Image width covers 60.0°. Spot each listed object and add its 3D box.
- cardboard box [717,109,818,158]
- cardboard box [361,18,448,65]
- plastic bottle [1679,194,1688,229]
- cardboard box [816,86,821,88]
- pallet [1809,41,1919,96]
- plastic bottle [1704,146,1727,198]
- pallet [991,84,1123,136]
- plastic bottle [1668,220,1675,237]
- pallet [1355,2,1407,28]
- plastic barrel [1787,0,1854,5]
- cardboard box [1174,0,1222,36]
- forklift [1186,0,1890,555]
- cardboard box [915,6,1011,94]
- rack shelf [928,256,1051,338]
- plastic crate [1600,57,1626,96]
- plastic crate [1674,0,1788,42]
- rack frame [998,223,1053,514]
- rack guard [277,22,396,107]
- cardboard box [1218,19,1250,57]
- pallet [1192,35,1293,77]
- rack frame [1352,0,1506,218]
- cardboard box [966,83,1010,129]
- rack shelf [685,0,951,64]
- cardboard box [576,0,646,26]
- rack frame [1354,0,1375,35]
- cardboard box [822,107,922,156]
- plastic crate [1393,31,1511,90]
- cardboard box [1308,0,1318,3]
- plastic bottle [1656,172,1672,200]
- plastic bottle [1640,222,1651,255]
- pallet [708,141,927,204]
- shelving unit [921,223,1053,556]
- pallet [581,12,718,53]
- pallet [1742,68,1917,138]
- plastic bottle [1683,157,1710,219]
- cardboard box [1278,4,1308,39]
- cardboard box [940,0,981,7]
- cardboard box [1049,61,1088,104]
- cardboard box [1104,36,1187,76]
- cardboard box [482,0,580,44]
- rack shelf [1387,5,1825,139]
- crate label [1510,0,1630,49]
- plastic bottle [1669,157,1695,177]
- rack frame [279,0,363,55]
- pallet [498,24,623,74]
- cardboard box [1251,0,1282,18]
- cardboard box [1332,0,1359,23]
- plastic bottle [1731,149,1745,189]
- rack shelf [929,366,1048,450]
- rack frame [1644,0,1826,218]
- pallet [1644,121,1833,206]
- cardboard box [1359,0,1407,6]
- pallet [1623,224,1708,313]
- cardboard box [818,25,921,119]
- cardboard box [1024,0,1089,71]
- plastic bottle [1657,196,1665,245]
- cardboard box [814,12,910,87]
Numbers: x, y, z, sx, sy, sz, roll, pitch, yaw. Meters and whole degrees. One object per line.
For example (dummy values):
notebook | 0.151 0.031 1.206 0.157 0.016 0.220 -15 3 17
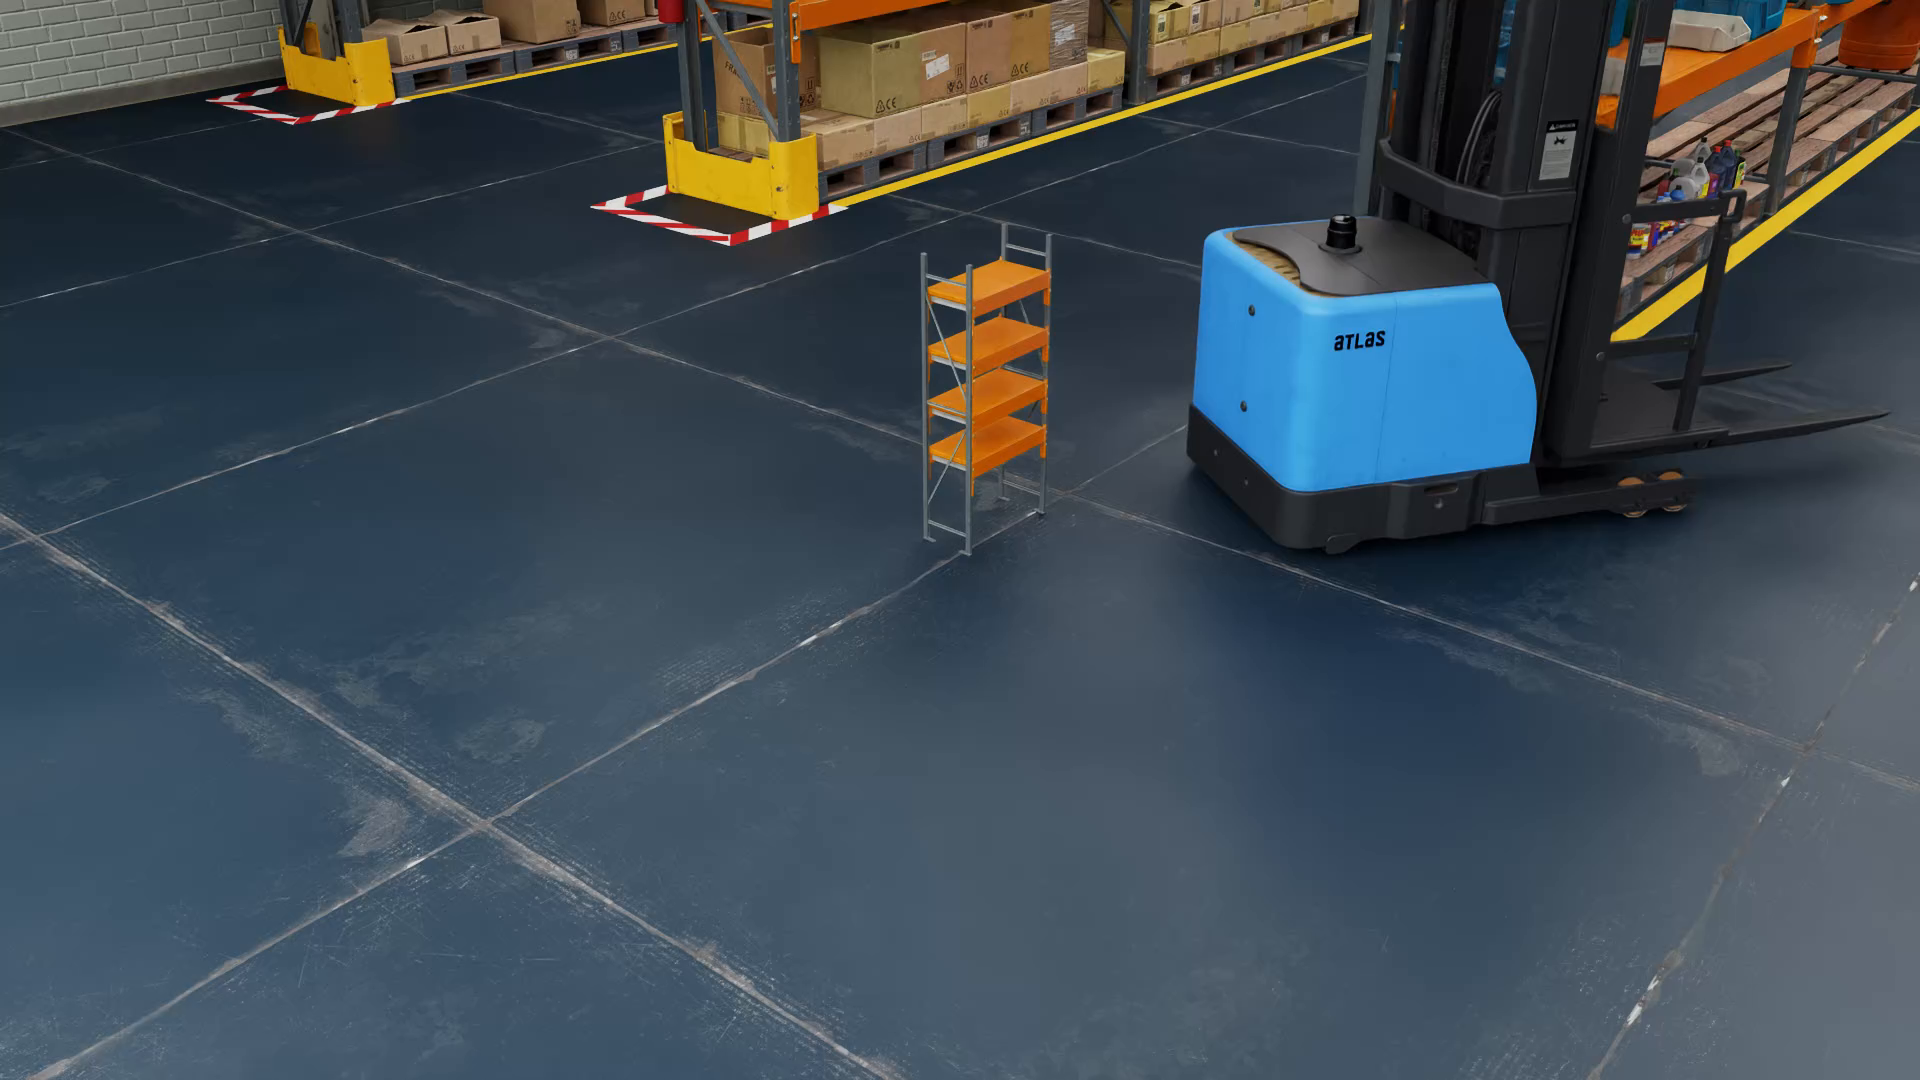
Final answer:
cardboard box | -1.332 -2.866 11.561 0.500 0.250 0.500 21 34 34
cardboard box | -4.760 -4.291 14.228 0.500 0.311 0.500 17 32 29
plastic bottle | 4.244 -1.945 9.811 0.097 0.201 0.097 0 27 0
cardboard box | -0.706 -3.225 12.254 0.500 0.250 0.500 21 34 34
pallet | 7.933 -4.065 14.378 1.003 0.211 1.213 21 34 34
plastic bottle | 4.610 -2.232 10.204 0.144 0.351 0.185 19 33 32
pallet | 0.561 -3.534 13.352 1.003 0.211 1.213 21 34 34
plastic bottle | 4.113 -1.872 9.670 0.097 0.201 0.097 0 27 0
pallet | 4.148 -5.476 17.105 1.003 0.211 1.213 21 34 34
plastic barrel | 5.399 -3.865 10.410 0.600 0.901 0.708 21 34 34
cardboard box | 1.877 -4.507 14.122 0.500 0.311 0.500 20 34 34
forklift | 2.573 -1.618 6.688 3.031 2.935 1.130 -8 28 -15
cardboard box | 0.024 -3.579 12.123 0.500 0.500 0.500 21 34 34
rack shelf | 0.105 -0.941 6.407 0.258 0.148 0.480 21 34 34
plastic crate | 3.192 -2.282 8.183 0.298 0.136 0.250 21 34 34
plastic crate | 4.425 -3.056 9.554 0.499 0.251 0.616 21 34 34
rack frame | 0.261 -0.678 6.755 0.240 1.200 0.015 21 34 34
rack guard | -5.222 -3.988 13.914 1.175 0.500 0.348 21 34 34
cardboard box | 2.200 -4.444 14.611 0.500 0.250 0.500 20 33 33
pallet | 2.313 -4.511 15.240 1.003 0.211 1.213 21 34 34
rack frame | 2.375 -2.175 7.691 1.000 3.000 0.127 21 34 34
cardboard box | 0.023 -3.246 12.296 0.500 0.250 0.500 21 34 34
rack shelf | -0.173 -4.014 12.027 1.077 0.370 4.000 21 34 34
cardboard box | -3.355 -5.195 15.768 0.500 0.500 0.500 18 32 31
rack frame | 3.644 -6.461 15.974 1.000 3.000 0.127 21 34 34
cardboard box | -0.617 -2.893 11.613 0.500 0.250 0.500 21 34 34
plastic crate | 2.462 -2.374 8.237 0.499 0.251 0.616 21 34 34
cardboard box | 3.175 -5.231 15.523 0.500 0.311 0.500 20 34 34
plastic bottle | 4.215 -2.062 9.949 0.061 0.283 0.133 21 34 34
plastic bottle | 3.834 -1.716 9.370 0.097 0.201 0.097 0 27 0
pallet | -0.991 -2.669 11.680 1.003 0.211 1.213 21 34 34
shelving unit | 0.105 -0.592 6.588 0.258 1.200 0.503 21 34 34
pallet | -3.125 -5.002 16.189 1.003 0.211 1.213 21 34 34
pallet | 6.941 -3.510 13.305 1.003 0.211 1.213 21 34 34
plastic bottle | 4.404 -2.117 9.982 0.144 0.351 0.185 21 34 34
cardboard box | 2.850 -4.807 15.313 0.500 0.250 0.500 22 34 36
cardboard box | -0.073 -3.913 12.770 0.500 0.500 0.500 21 34 34
cardboard box | 0.647 -3.605 12.990 0.500 0.250 0.500 21 34 34
cardboard box | 1.547 -4.078 13.905 0.500 0.250 0.500 20 33 33
cardboard box | -3.892 -4.823 15.049 0.700 0.500 0.500 18 33 31
rack shelf | 3.647 -2.565 9.227 1.077 0.370 4.000 21 34 34
crate label | 3.337 -2.923 9.097 0.502 0.435 0.616 21 34 34
plastic bottle | 4.479 -2.233 10.287 0.152 0.276 0.135 21 34 34
rack frame | -5.270 -5.071 13.288 1.000 3.000 0.127 21 34 34
pallet | -3.901 -4.568 15.350 1.003 0.211 1.213 21 34 34
cardboard box | 2.531 -4.876 14.836 0.500 0.311 0.500 22 34 36
cardboard box | 3.497 -5.168 16.011 0.500 0.250 0.500 22 34 36
plastic bottle | 4.868 -2.316 10.439 0.061 0.283 0.133 23 35 37
rack shelf | 0.105 -0.532 6.619 0.258 0.148 0.480 21 34 34
rack frame | 4.919 -3.594 10.432 1.000 3.000 0.127 21 34 34
pallet | 5.389 -2.645 11.633 1.003 0.211 1.213 21 34 34
cardboard box | 4.154 -5.624 16.598 0.500 0.500 0.500 22 35 36
pallet | 3.684 -1.695 9.796 1.003 0.211 1.213 21 34 34
cardboard box | -0.616 -3.226 11.440 0.500 0.500 0.500 21 34 34
cardboard box | 0.646 -3.939 12.819 0.500 0.500 0.500 21 34 34
plastic bottle | 3.986 -1.832 9.518 0.097 0.271 0.097 0 27 0
cardboard box | -0.709 -3.559 12.084 0.500 0.500 0.500 21 34 34
